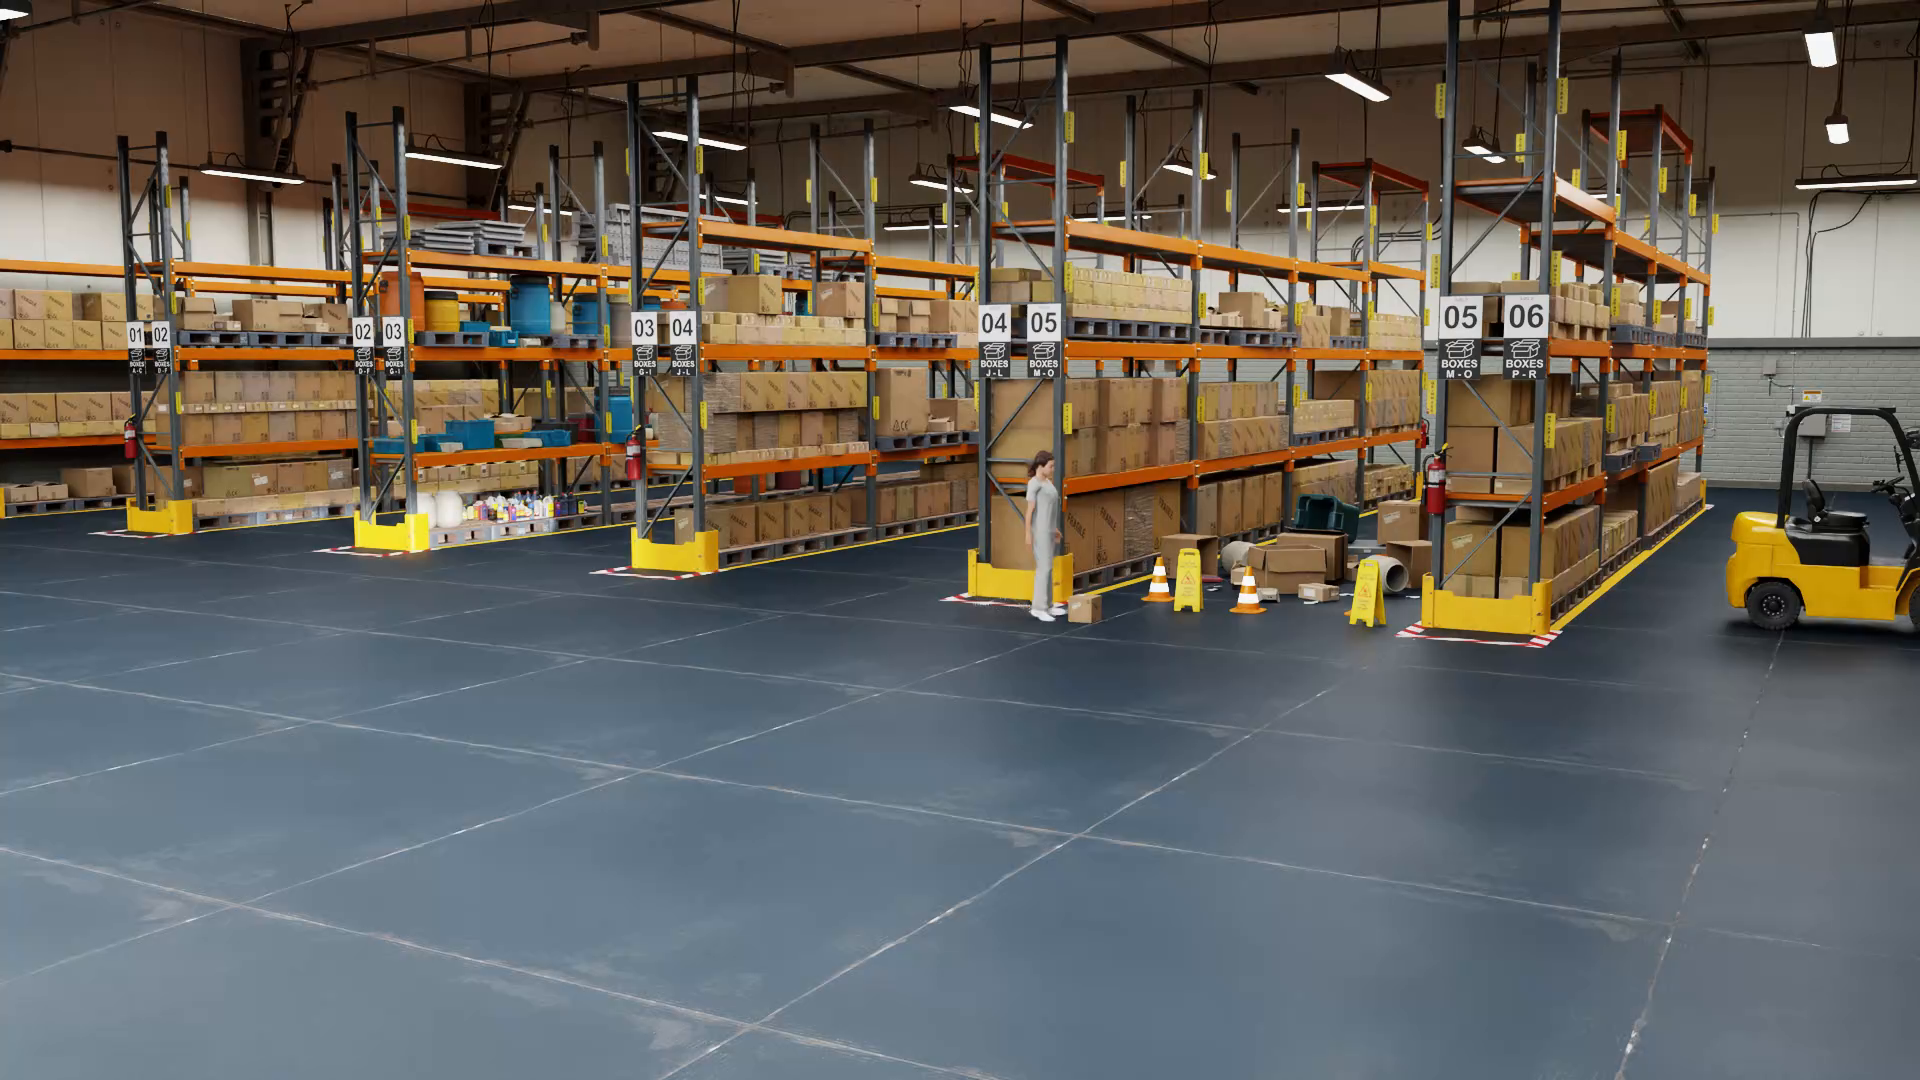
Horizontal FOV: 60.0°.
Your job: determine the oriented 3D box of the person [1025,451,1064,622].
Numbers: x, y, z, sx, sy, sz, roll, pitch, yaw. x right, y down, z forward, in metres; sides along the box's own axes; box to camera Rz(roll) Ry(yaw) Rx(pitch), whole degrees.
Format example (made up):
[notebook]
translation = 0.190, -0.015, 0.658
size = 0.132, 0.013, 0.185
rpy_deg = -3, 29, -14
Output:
[person]
translation = 0.882, -0.046, 16.789
size = 0.442, 1.714, 0.502
rpy_deg = 3, 7, 23
